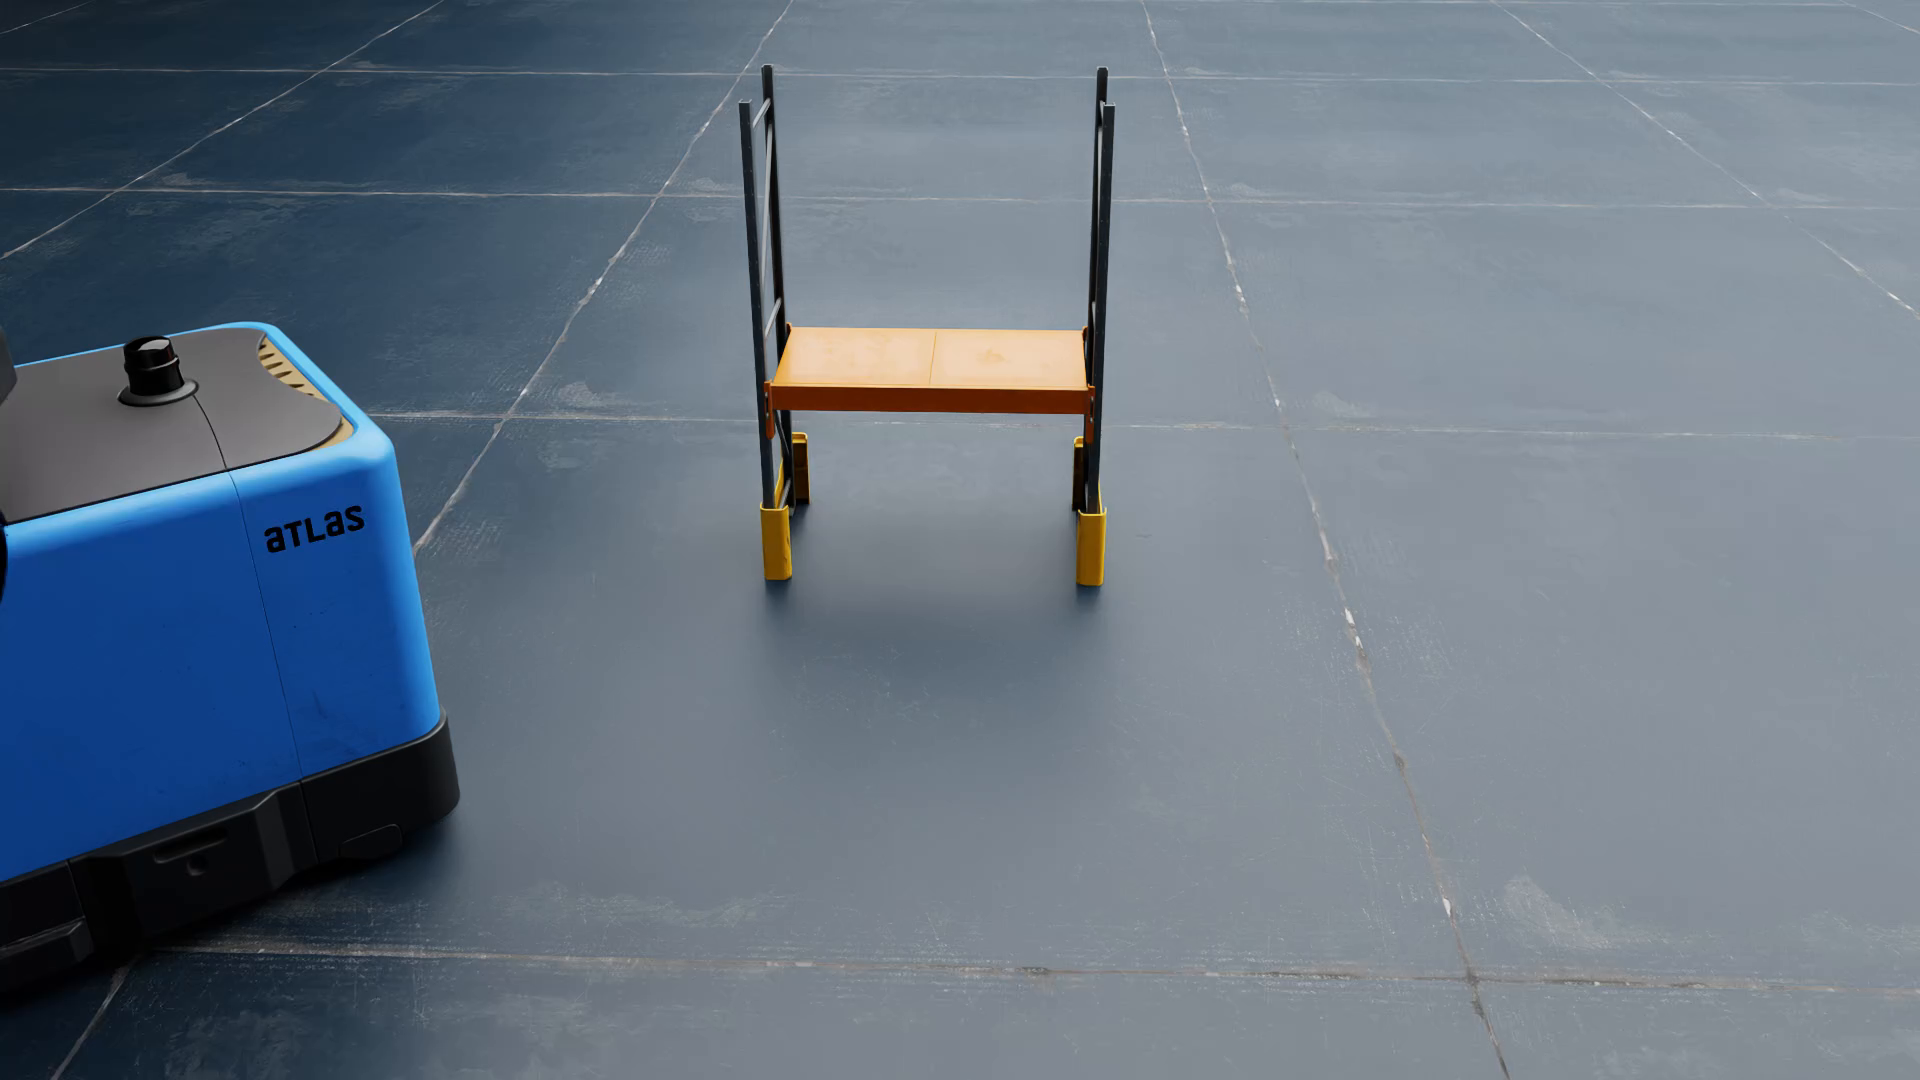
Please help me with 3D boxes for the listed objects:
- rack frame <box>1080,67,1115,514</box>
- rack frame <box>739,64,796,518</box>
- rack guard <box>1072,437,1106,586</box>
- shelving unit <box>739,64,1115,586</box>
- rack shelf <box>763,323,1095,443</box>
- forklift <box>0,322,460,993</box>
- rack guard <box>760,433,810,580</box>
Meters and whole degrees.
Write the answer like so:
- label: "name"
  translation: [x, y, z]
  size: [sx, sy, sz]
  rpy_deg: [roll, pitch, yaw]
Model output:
- label: "rack frame"
  translation: [0.423, -0.656, 5.173]
  size: [0.032, 1.500, 0.500]
  rpy_deg: [1, 28, 2]
- label: "rack frame"
  translation: [-0.593, -0.672, 5.205]
  size: [0.032, 1.500, 0.500]
  rpy_deg: [1, 28, 2]
- label: "rack guard"
  translation: [0.422, -0.103, 5.466]
  size: [0.087, 0.250, 0.587]
  rpy_deg: [1, 28, 2]
- label: "shelving unit"
  translation: [-0.076, -0.664, 5.189]
  size: [1.083, 1.500, 0.587]
  rpy_deg: [1, 28, 2]
- label: "rack shelf"
  translation: [-0.085, -0.505, 5.273]
  size: [1.000, 0.185, 0.538]
  rpy_deg: [1, 28, 2]
- label: "forklift"
  translation: [-2.744, -0.350, 3.069]
  size: [3.031, 2.935, 1.130]
  rpy_deg: [-19, 33, -31]
- label: "rack guard"
  translation: [-0.574, -0.120, 5.497]
  size: [0.087, 0.250, 0.587]
  rpy_deg: [1, 28, 2]
